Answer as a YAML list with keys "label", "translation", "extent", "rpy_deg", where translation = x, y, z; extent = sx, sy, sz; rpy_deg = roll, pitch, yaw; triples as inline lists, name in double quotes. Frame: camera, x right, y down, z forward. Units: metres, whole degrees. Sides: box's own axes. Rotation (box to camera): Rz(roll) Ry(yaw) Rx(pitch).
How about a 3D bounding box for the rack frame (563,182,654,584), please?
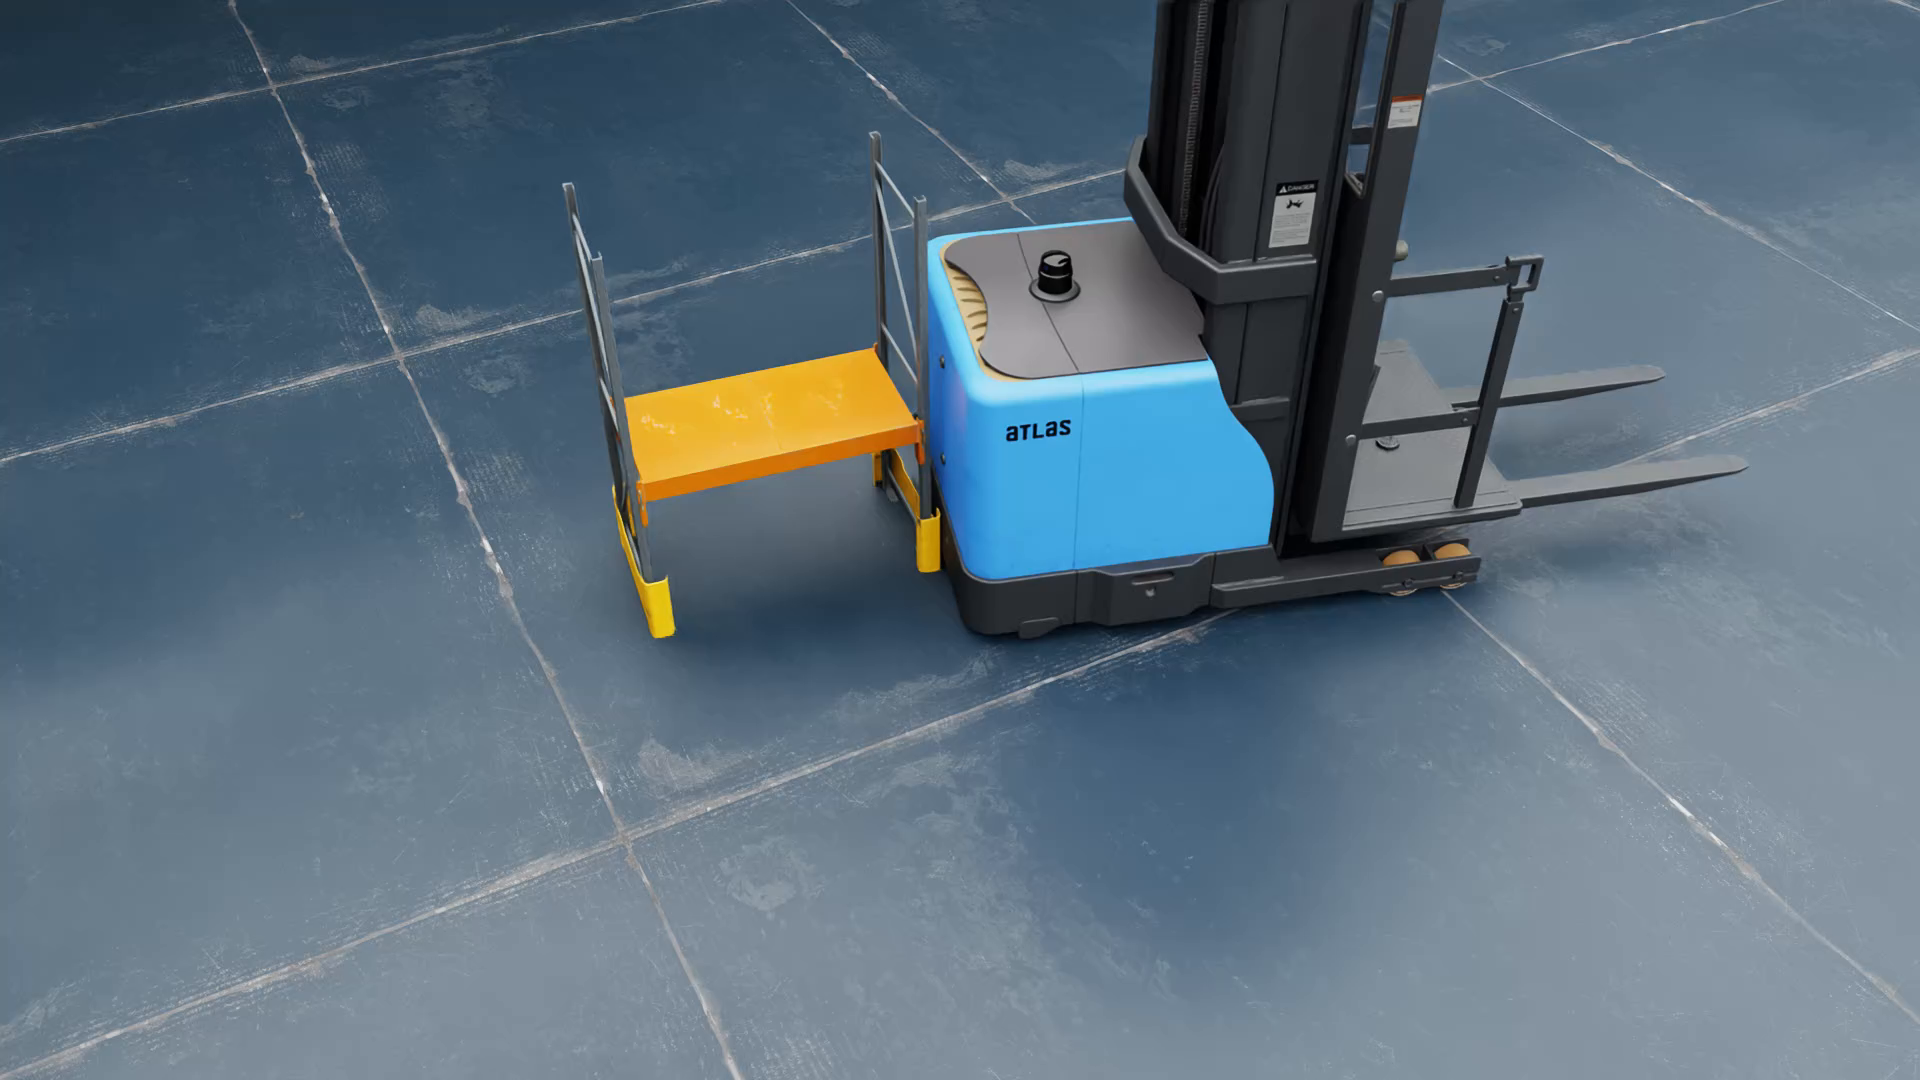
- label: "rack frame"
  translation: [-1.157, -0.406, 5.569]
  extent: [0.032, 1.500, 0.500]
  rpy_deg: [-13, 42, -15]

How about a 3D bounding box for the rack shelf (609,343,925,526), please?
- label: "rack shelf"
  translation: [-0.680, -0.382, 5.819]
  extent: [1.000, 0.185, 0.538]
  rpy_deg: [-13, 42, -15]

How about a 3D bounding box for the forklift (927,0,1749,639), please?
- label: "forklift"
  translation: [1.410, -1.246, 5.454]
  extent: [3.031, 2.935, 1.130]
  rpy_deg: [-7, 41, -8]

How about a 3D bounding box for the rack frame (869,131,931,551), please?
- label: "rack frame"
  translation: [-0.203, -0.633, 5.837]
  extent: [0.032, 1.500, 0.500]
  rpy_deg: [-13, 42, -15]

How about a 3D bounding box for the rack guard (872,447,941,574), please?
- label: "rack guard"
  translation: [-0.204, -0.156, 6.241]
  extent: [0.087, 0.250, 0.587]
  rpy_deg: [-13, 42, -15]

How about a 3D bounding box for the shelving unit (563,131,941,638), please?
- label: "shelving unit"
  translation: [-0.672, -0.522, 5.706]
  extent: [1.083, 1.500, 0.587]
  rpy_deg: [-13, 42, -15]

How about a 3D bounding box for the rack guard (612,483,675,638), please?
- label: "rack guard"
  translation: [-1.139, 0.066, 5.978]
  extent: [0.087, 0.250, 0.587]
  rpy_deg: [-13, 42, -15]
